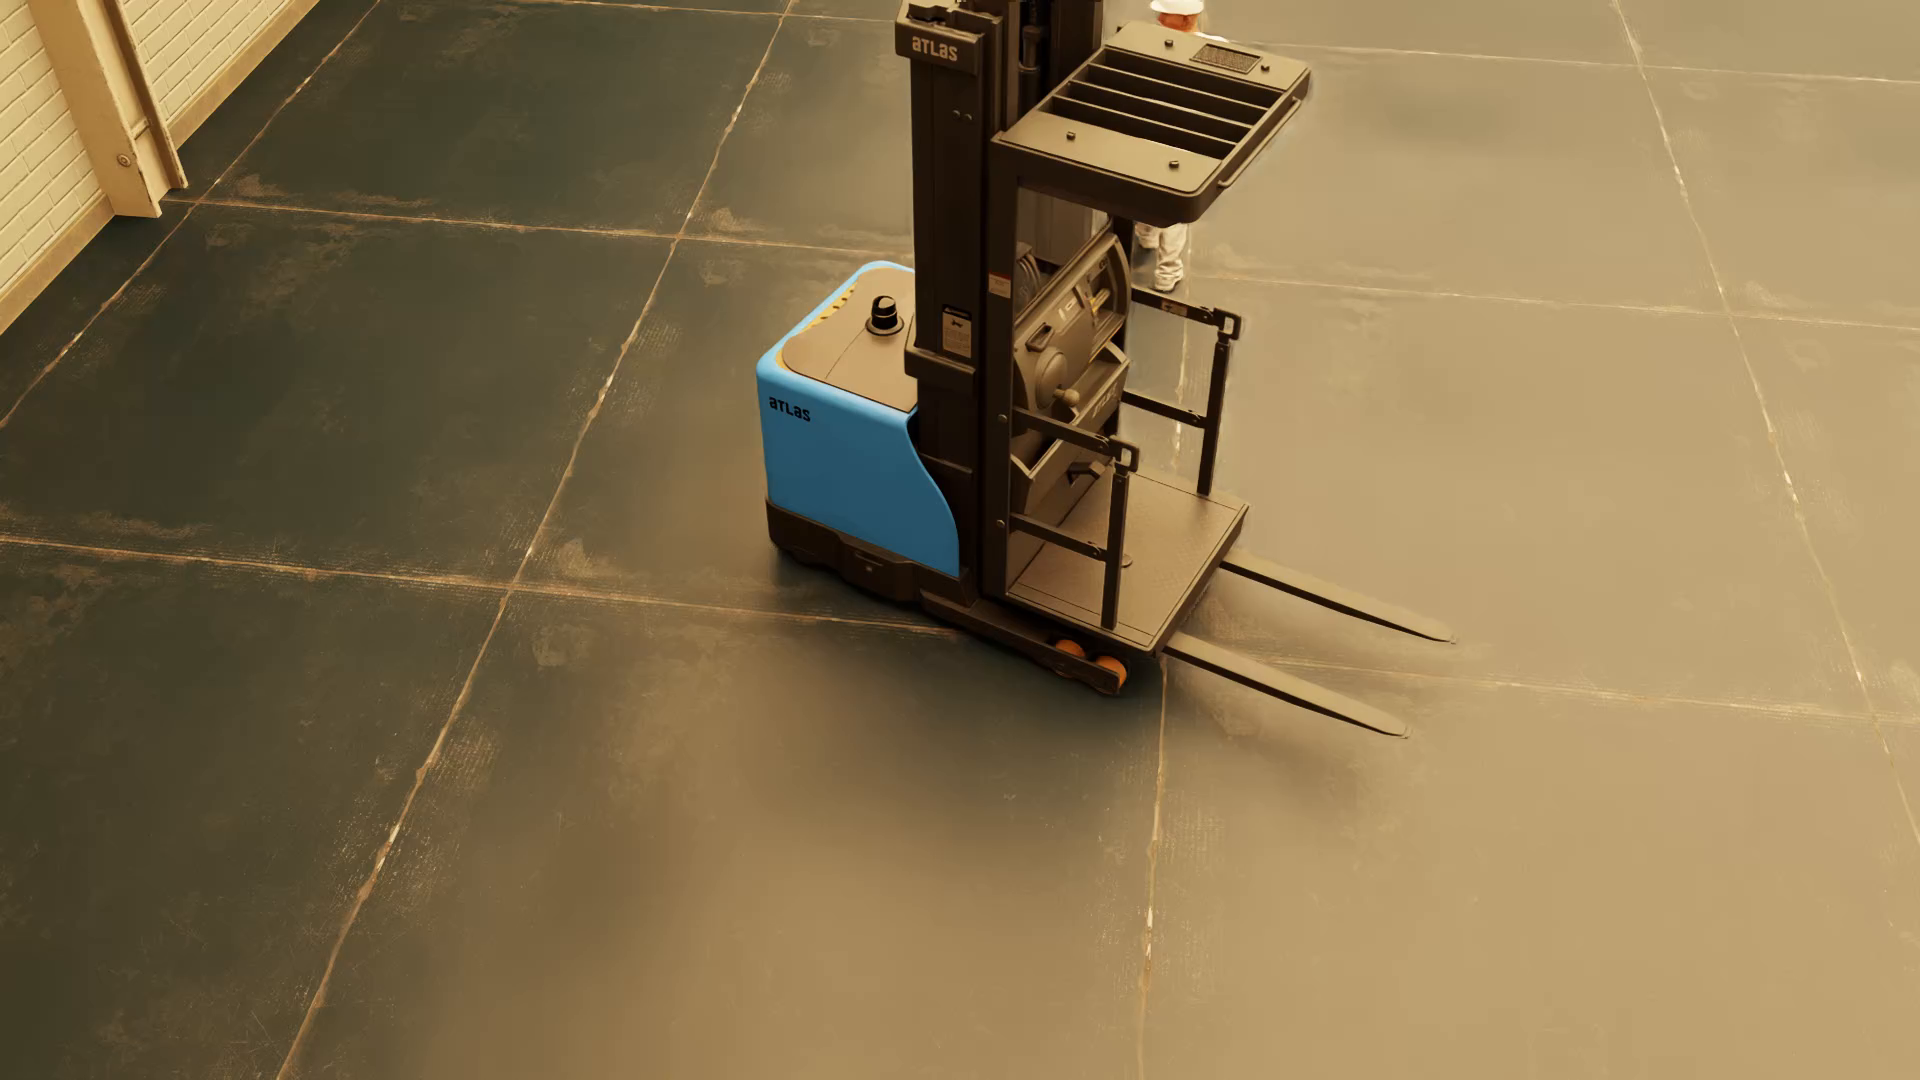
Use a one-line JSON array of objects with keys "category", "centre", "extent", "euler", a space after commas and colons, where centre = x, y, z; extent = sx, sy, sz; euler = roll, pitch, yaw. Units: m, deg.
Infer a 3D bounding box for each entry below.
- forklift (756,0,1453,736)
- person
[{"category": "forklift", "centre": [0.637, -0.832, 6.630], "extent": [3.031, 2.935, 1.130], "euler": [21, 47, 22]}, {"category": "person", "centre": [1.144, -2.158, 9.014], "extent": [0.620, 1.775, 0.869], "euler": [2, 43, 2]}]
